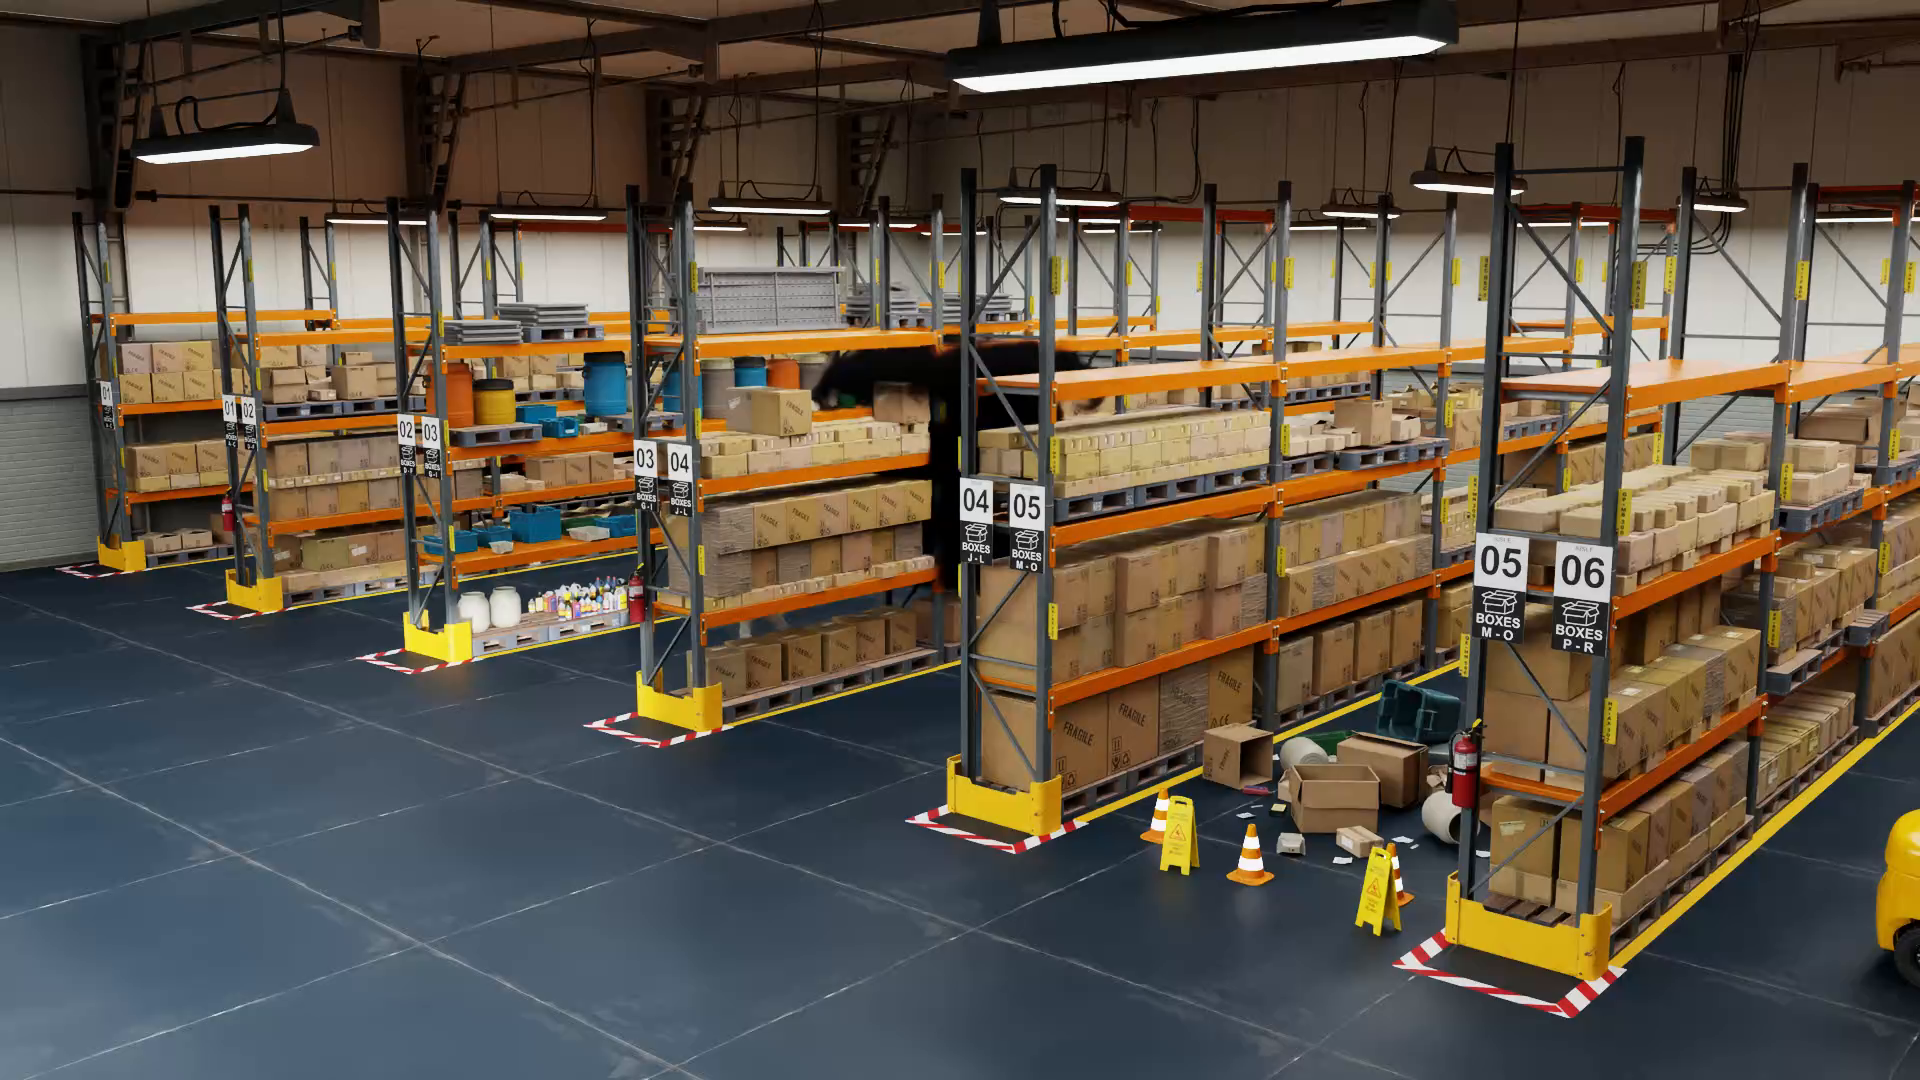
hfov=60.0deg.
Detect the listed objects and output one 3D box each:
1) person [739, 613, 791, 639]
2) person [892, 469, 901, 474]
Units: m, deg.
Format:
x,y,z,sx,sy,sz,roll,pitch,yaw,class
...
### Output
x,y,z,sx,sy,sz,roll,pitch,yaw,class
-2.664,0.576,21.628,0.597,1.627,0.880,9,13,42,person
-1.404,-0.888,31.607,0.725,1.653,0.815,6,11,31,person
